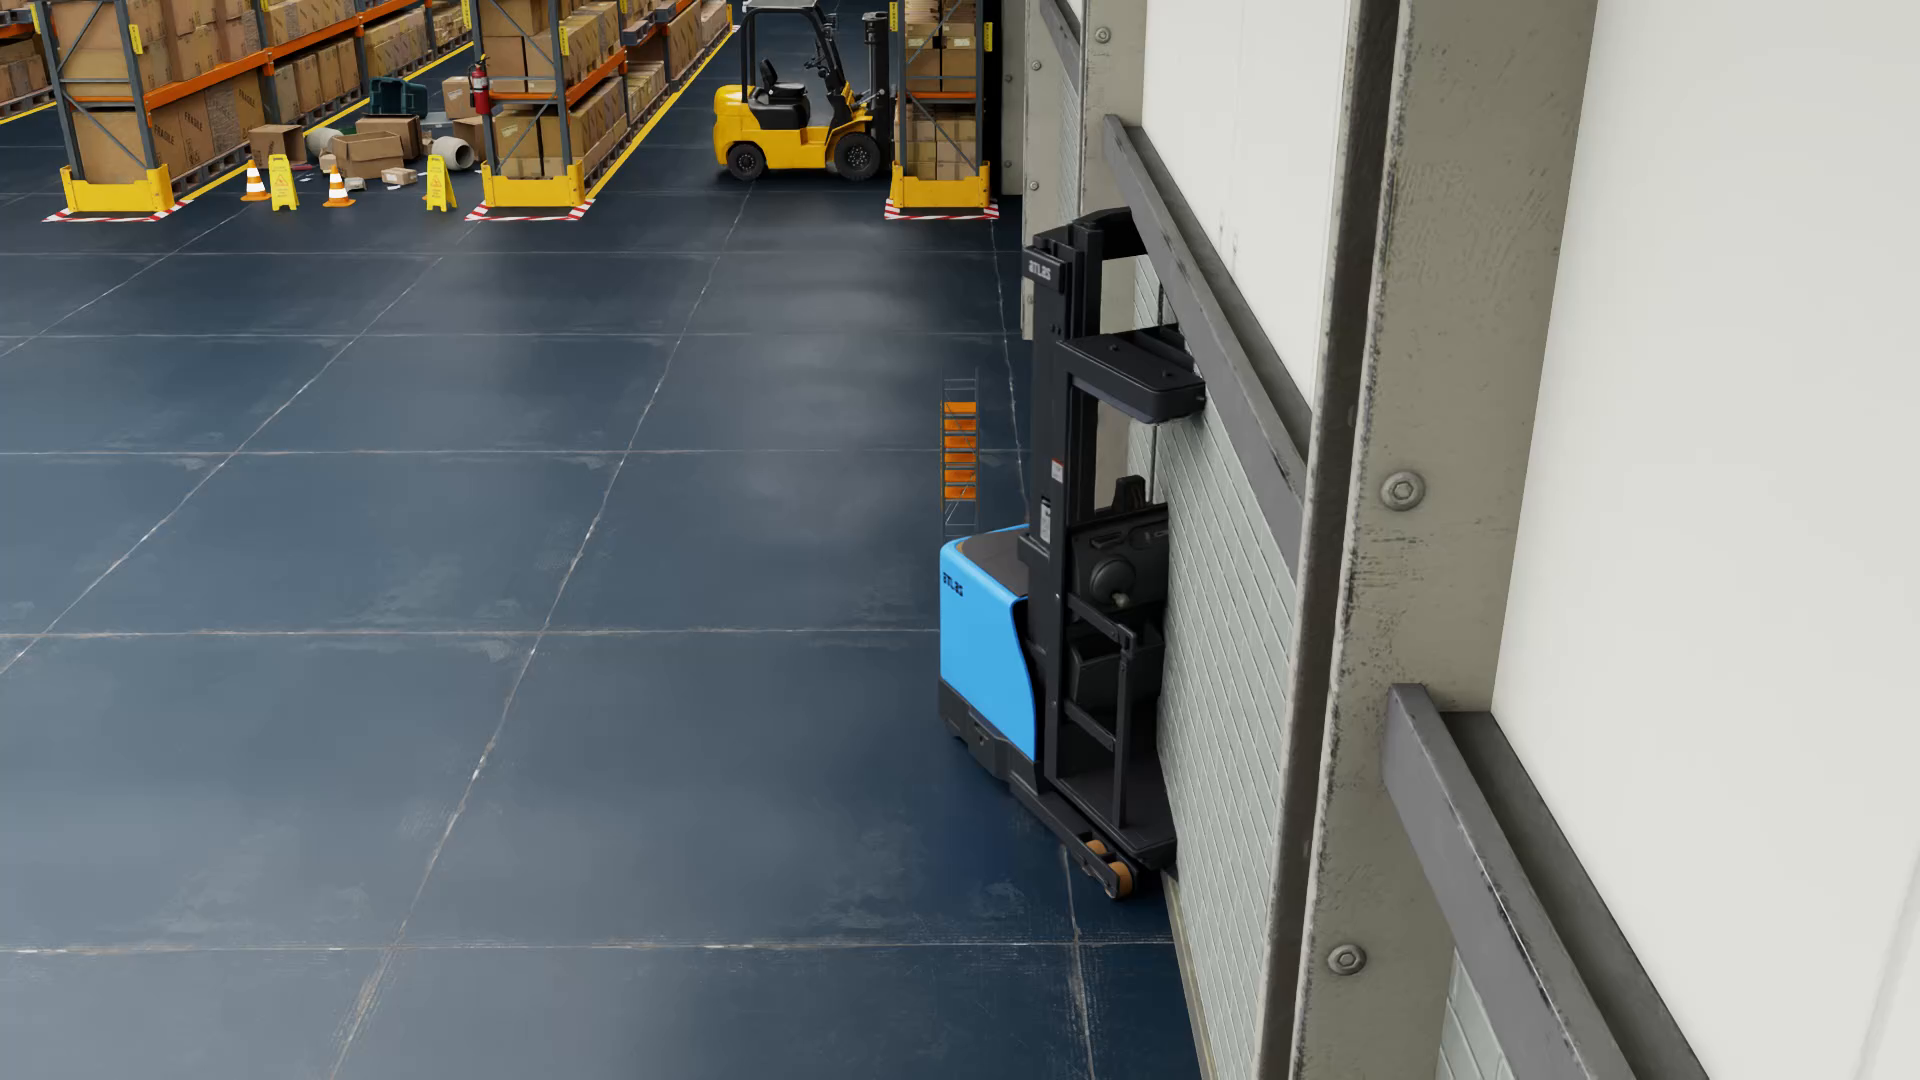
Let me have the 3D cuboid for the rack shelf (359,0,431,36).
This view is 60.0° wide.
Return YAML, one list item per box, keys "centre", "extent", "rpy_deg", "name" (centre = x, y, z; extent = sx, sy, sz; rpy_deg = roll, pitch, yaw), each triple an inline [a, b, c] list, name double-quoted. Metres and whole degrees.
- centre: [-10.250, -9.187, 28.795]
  extent: [1.077, 0.370, 4.000]
  rpy_deg: [0, 24, -1]
  name: "rack shelf"

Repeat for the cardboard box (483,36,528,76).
- centre: [-5.474, -5.861, 20.087]
  extent: [0.500, 0.500, 0.500]
  rpy_deg: [-1, 24, -1]
  name: "cardboard box"

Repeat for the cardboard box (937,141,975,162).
- centre: [-0.027, -4.842, 20.537]
  extent: [0.500, 0.250, 0.500]
  rpy_deg: [0, 24, 0]
  name: "cardboard box"

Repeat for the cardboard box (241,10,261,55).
- centre: [-10.169, -6.958, 22.813]
  extent: [0.875, 0.550, 0.550]
  rpy_deg: [0, 24, -1]
  name: "cardboard box"

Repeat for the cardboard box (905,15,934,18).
- centre: [-0.507, -6.314, 20.301]
  extent: [0.380, 0.149, 0.250]
  rpy_deg: [0, 24, 1]
  name: "cardboard box"

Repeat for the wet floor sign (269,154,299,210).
- centre: [-8.161, -4.318, 20.014]
  extent: [0.267, 0.644, 0.232]
  rpy_deg: [-4, 25, -10]
  name: "wet floor sign"

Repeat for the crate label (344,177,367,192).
- centre: [-7.664, -4.503, 21.041]
  extent: [0.250, 0.136, 0.298]
  rpy_deg: [-14, 28, -28]
  name: "crate label"

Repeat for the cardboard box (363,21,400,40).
- centre: [-9.992, -8.782, 28.642]
  extent: [0.500, 0.250, 0.500]
  rpy_deg: [0, 24, 0]
  name: "cardboard box"

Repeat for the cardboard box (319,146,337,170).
- centre: [-8.324, -5.096, 22.196]
  extent: [0.396, 0.266, 0.258]
  rpy_deg: [4, 25, 9]
  name: "cardboard box"

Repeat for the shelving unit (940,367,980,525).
- centre: [-2.865, -5.278, 20.735]
  extent: [5.752, 1.800, 21.905]
  rpy_deg: [0, 24, -1]
  name: "shelving unit"

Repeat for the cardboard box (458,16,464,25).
- centre: [-10.014, -10.265, 32.896]
  extent: [0.380, 0.149, 0.250]
  rpy_deg: [1, 24, 2]
  name: "cardboard box"

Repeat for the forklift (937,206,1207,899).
- centre: [-13.549, -6.595, 22.276]
  extent: [11.283, 2.935, 45.458]
  rpy_deg: [-13, 27, -26]
  name: "forklift"

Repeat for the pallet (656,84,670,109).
- centre: [-5.273, -7.162, 26.828]
  extent: [1.003, 0.211, 1.213]
  rpy_deg: [0, 24, -1]
  name: "pallet"

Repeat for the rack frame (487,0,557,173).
- centre: [-5.189, -5.458, 19.677]
  extent: [0.949, 2.616, 0.053]
  rpy_deg: [0, 24, -1]
  name: "rack frame"

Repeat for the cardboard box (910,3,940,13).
- centre: [-0.452, -6.841, 21.465]
  extent: [0.380, 0.149, 0.250]
  rpy_deg: [0, 24, 0]
  name: "cardboard box"

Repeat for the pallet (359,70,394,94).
- centre: [-10.235, -7.742, 28.111]
  extent: [1.003, 0.211, 1.213]
  rpy_deg: [0, 24, -1]
  name: "pallet"

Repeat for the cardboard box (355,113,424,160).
- centre: [-7.762, -5.480, 22.591]
  extent: [0.797, 0.637, 0.503]
  rpy_deg: [0, 24, -1]
  name: "cardboard box"

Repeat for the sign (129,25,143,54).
- centre: [-9.586, -5.824, 19.341]
  extent: [0.100, 0.325, 0.005]
  rpy_deg: [0, 24, -1]
  name: "sign"

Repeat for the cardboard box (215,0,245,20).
- centre: [-10.093, -7.224, 22.090]
  extent: [0.875, 0.550, 0.550]
  rpy_deg: [0, 24, -1]
  name: "cardboard box"

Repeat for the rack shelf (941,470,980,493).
- centre: [0.000, -0.391, 11.057]
  extent: [0.258, 0.103, 0.180]
  rpy_deg: [0, 24, -1]
  name: "rack shelf"

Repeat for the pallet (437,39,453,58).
- centre: [-10.315, -9.345, 31.655]
  extent: [1.003, 0.211, 1.213]
  rpy_deg: [0, 24, -1]
  name: "pallet"

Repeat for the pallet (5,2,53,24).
- centre: [-15.075, -8.329, 26.259]
  extent: [1.213, 0.211, 1.003]
  rpy_deg: [0, 24, -1]
  name: "pallet"

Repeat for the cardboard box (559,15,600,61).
- centre: [-4.950, -6.468, 21.429]
  extent: [0.500, 0.500, 0.500]
  rpy_deg: [-1, 24, -2]
  name: "cardboard box"

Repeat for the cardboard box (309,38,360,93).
- centre: [-10.312, -7.605, 26.646]
  extent: [1.050, 0.750, 0.750]
  rpy_deg: [-1, 24, -1]
  name: "cardboard box"

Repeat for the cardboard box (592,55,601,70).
- centre: [-4.901, -6.230, 21.690]
  extent: [0.380, 0.149, 0.250]
  rpy_deg: [0, 24, 0]
  name: "cardboard box"

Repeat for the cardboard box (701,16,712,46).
- centre: [-5.223, -9.686, 31.625]
  extent: [0.875, 0.438, 0.875]
  rpy_deg: [-1, 24, -1]
  name: "cardboard box"

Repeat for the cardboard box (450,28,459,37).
- centre: [-10.009, -9.917, 32.487]
  extent: [0.380, 0.149, 0.250]
  rpy_deg: [-1, 24, -2]
  name: "cardboard box"

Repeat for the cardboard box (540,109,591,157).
- centre: [-4.926, -5.081, 20.762]
  extent: [0.500, 0.500, 0.500]
  rpy_deg: [-1, 24, -2]
  name: "cardboard box"

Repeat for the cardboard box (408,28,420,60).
- centre: [-10.007, -8.876, 29.758]
  extent: [0.500, 0.500, 0.500]
  rpy_deg: [-1, 24, -2]
  name: "cardboard box"

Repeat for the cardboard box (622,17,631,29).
- centre: [-4.926, -7.412, 23.793]
  extent: [0.380, 0.149, 0.250]
  rpy_deg: [0, 24, 0]
  name: "cardboard box"

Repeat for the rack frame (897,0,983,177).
- centre: [-0.229, -5.481, 19.730]
  extent: [1.000, 3.000, 0.127]
  rpy_deg: [0, 24, -1]
  name: "rack frame"

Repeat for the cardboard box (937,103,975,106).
- centre: [-0.049, -5.486, 21.355]
  extent: [0.500, 0.250, 0.500]
  rpy_deg: [0, 24, -1]
  name: "cardboard box"

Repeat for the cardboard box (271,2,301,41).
- centre: [-9.928, -7.513, 24.101]
  extent: [0.500, 0.500, 0.500]
  rpy_deg: [0, 24, 0]
  name: "cardboard box"

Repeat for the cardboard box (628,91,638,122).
- centre: [-5.244, -6.316, 24.254]
  extent: [0.950, 0.372, 0.625]
  rpy_deg: [0, 24, 0]
  name: "cardboard box"

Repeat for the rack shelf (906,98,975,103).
- centre: [-0.251, -6.043, 21.671]
  extent: [0.831, 0.071, 3.687]
  rpy_deg: [0, 24, -1]
  name: "rack shelf"
